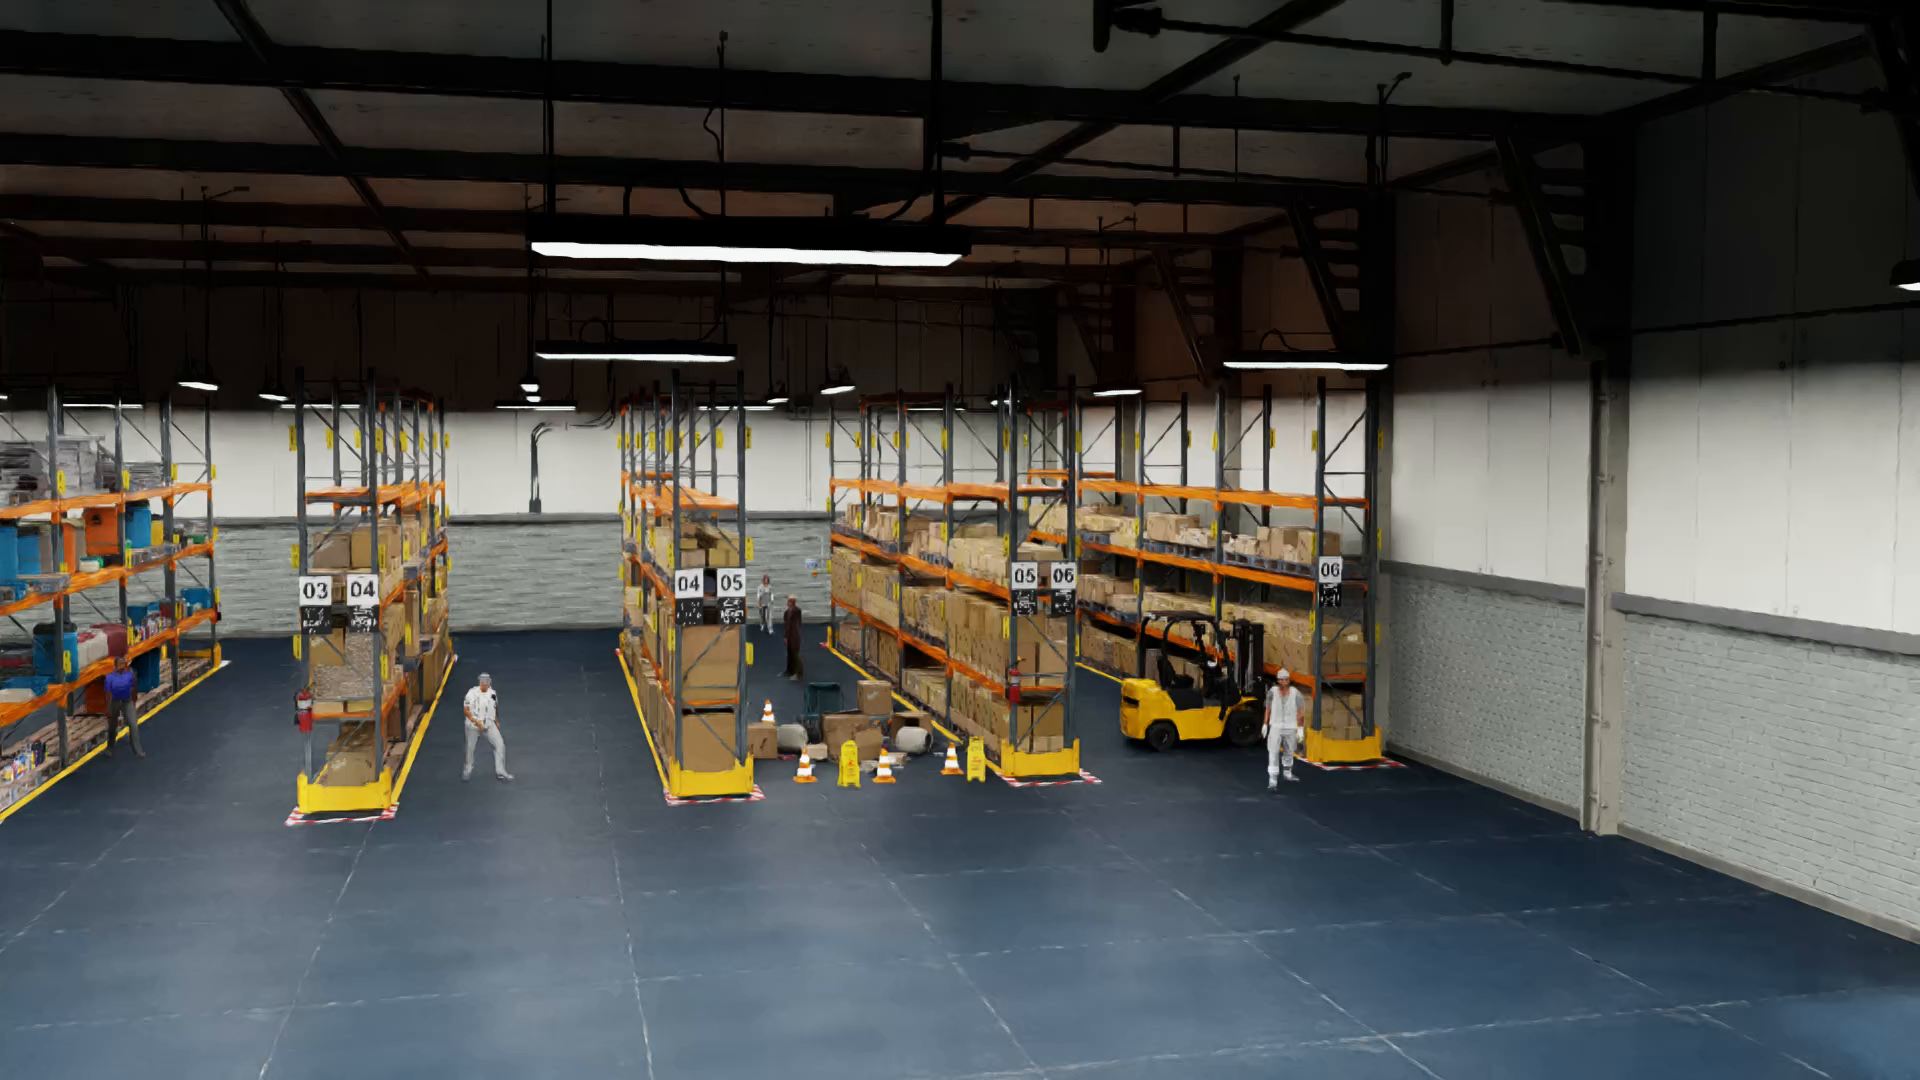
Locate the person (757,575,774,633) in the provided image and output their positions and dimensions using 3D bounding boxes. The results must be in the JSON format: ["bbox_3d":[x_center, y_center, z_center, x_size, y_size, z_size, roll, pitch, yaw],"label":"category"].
[{"bbox_3d":[-5.068,1.655,43.268,0.414,1.504,1.036,-1,3,-11],"label":"person"}]

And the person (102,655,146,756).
[{"bbox_3d":[-13.241,2.616,26.258,0.488,1.603,0.883,-3,4,-40],"label":"person"}]

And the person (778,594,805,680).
[{"bbox_3d":[-3.542,2.019,34.806,0.648,1.773,0.691,1,3,9],"label":"person"}]

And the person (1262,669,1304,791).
[{"bbox_3d":[4.658,2.713,23.979,0.593,1.745,0.983,0,3,8],"label":"person"}]

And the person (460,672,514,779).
[{"bbox_3d":[-7.032,2.734,24.535,0.655,1.607,0.767,-2,4,-35],"label":"person"}]
